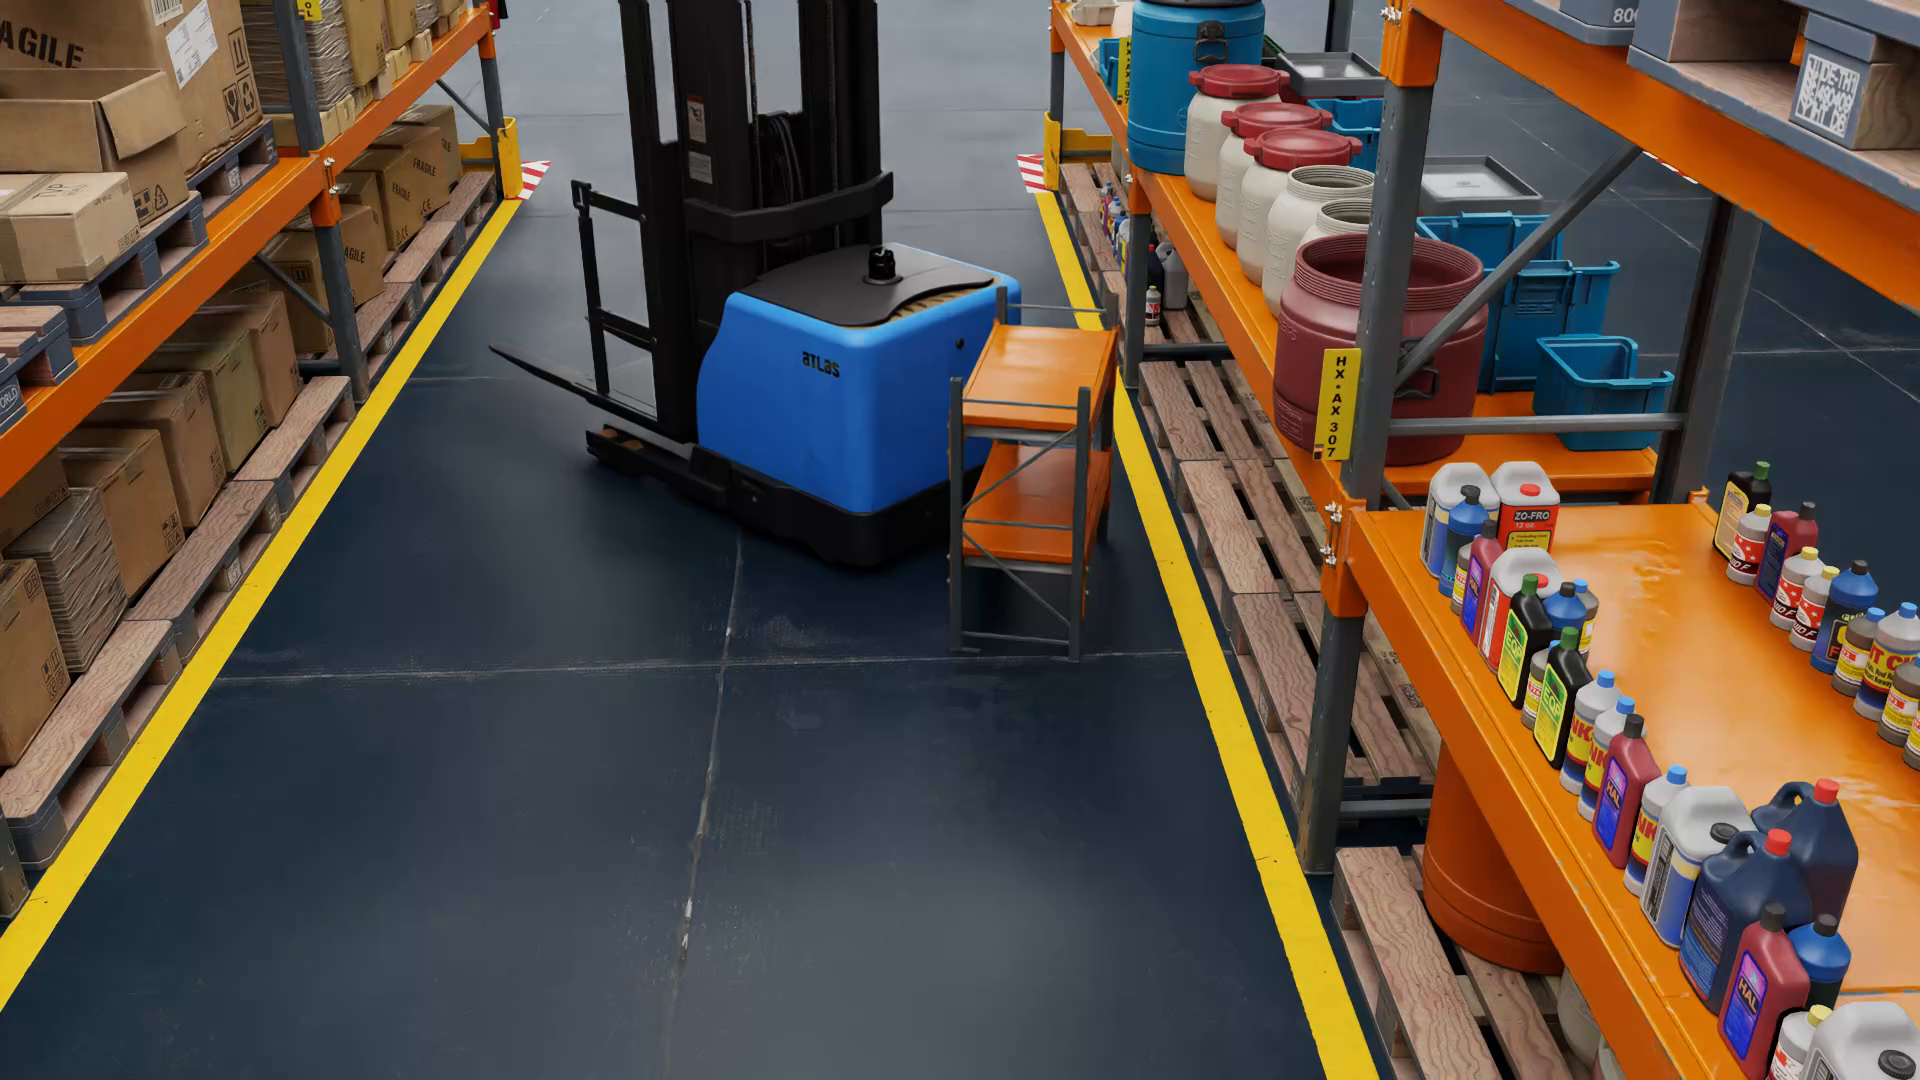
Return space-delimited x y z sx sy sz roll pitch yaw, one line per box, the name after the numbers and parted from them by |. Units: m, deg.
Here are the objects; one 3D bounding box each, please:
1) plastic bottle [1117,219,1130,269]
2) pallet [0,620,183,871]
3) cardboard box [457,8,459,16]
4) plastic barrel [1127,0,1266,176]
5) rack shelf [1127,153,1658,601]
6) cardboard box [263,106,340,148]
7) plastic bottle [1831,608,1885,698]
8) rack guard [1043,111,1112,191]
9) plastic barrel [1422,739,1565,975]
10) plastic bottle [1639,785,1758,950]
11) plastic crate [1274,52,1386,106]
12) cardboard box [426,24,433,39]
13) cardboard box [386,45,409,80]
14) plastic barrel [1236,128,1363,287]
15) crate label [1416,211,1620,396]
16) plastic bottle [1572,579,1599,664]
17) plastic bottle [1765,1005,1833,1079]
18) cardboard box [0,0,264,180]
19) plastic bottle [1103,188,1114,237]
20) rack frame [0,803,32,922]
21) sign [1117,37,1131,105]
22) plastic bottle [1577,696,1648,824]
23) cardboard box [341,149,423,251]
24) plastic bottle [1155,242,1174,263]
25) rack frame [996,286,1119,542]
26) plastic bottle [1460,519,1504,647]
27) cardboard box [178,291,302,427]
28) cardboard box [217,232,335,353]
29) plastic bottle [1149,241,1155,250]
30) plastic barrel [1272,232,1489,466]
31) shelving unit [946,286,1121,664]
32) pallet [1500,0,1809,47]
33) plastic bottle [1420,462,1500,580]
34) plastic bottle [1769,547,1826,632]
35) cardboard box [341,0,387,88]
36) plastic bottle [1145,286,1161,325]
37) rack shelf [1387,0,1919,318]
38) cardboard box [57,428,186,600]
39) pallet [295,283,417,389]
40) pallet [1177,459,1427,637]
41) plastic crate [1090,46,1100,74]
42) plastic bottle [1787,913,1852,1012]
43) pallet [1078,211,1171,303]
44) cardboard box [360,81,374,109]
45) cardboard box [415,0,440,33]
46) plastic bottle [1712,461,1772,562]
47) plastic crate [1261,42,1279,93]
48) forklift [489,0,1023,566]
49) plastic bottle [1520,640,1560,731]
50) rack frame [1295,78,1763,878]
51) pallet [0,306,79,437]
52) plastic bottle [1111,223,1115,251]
1.015 -1.750 9.831 0.152 0.276 0.135 -1 28 -2 | plastic bottle
-3.409 0.683 5.712 1.003 0.211 1.213 -1 28 -3 | pallet
-3.554 -3.533 11.052 0.380 0.149 0.250 -1 28 -3 | cardboard box
1.086 -2.196 7.674 0.600 0.901 0.708 -1 28 -3 | plastic barrel
1.472 -0.916 6.541 1.077 0.370 4.000 -1 28 -3 | rack shelf
-3.289 -2.035 8.179 0.380 0.149 0.250 -1 28 -3 | cardboard box
2.039 0.248 3.746 0.097 0.201 0.097 0 28 0 | plastic bottle
1.210 -2.864 12.200 1.175 0.500 0.348 -1 28 -3 | rack guard
1.619 0.690 4.576 0.600 0.830 0.708 -1 28 -3 | plastic barrel
1.349 0.591 3.007 0.152 0.276 0.135 -1 28 -3 | plastic bottle
1.699 -1.971 7.716 0.402 0.464 0.583 -1 28 -3 | plastic crate
-3.520 -3.187 10.388 0.380 0.149 0.250 -1 28 -3 | cardboard box
-3.381 -2.727 9.506 0.380 0.149 0.250 -1 28 -3 | cardboard box
1.260 -1.233 6.224 0.433 0.535 0.433 0 28 0 | plastic barrel
1.795 -0.793 5.488 0.502 0.435 0.616 -1 28 -3 | crate label
1.424 0.186 3.864 0.097 0.201 0.097 0 28 0 | plastic bottle
1.344 0.826 2.638 0.097 0.201 0.097 0 28 0 | plastic bottle
-3.677 -2.121 6.971 1.000 1.000 1.000 -1 28 -2 | cardboard box
0.936 -2.047 10.393 0.061 0.283 0.133 -1 28 -2 | plastic bottle
-3.369 -0.192 4.375 1.000 3.000 0.127 -1 28 -3 | rack frame
0.818 -2.274 8.066 0.100 0.325 0.005 -1 28 -3 | sign
1.304 0.434 3.313 0.097 0.271 0.097 0 28 0 | plastic bottle
-3.692 -2.111 10.303 0.500 0.500 0.500 1 28 2 | cardboard box
1.183 -1.541 9.430 0.152 0.276 0.135 -1 28 -3 | plastic bottle
0.396 -0.517 7.025 0.500 1.125 0.032 5 28 9 | rack frame
1.248 0.101 3.940 0.061 0.283 0.133 -1 28 -3 | plastic bottle
-3.568 -0.842 7.848 0.700 0.500 0.500 -3 28 -7 | cardboard box
-3.559 -1.303 8.753 0.500 0.500 0.500 -2 28 -4 | cardboard box
1.037 -1.559 9.383 0.144 0.351 0.185 -3 28 -5 | plastic bottle
1.250 -0.579 4.969 0.600 0.536 0.708 -1 28 -3 | plastic barrel
0.304 -0.286 6.582 0.538 1.125 1.048 5 28 9 | shelving unit
1.519 -1.202 3.272 1.003 0.211 1.213 -1 28 -3 | pallet
1.277 -0.049 4.235 0.152 0.276 0.135 -1 28 -3 | plastic bottle
2.024 0.113 4.004 0.097 0.201 0.097 0 28 0 | plastic bottle
-3.531 -2.657 8.670 0.875 0.500 0.500 -1 28 -3 | cardboard box
1.038 -1.273 8.998 0.097 0.201 0.097 0 28 0 | plastic bottle
1.681 -0.399 2.306 1.077 0.370 4.000 -1 28 -3 | rack shelf
-3.502 -0.105 6.436 0.700 0.500 0.500 1 28 2 | cardboard box
-3.649 -1.112 9.154 1.003 0.211 1.213 -1 28 -3 | pallet
1.515 0.004 7.014 1.003 0.211 1.213 -1 28 -3 | pallet
1.030 -2.786 9.633 0.530 0.136 0.437 -1 28 -3 | plastic crate
1.398 0.732 2.743 0.097 0.271 0.097 0 28 0 | plastic bottle
1.308 -1.799 10.470 1.003 0.211 1.213 -1 28 -3 | pallet
-3.352 -2.380 8.842 0.380 0.149 0.250 -1 28 -3 | cardboard box
-3.657 -3.348 9.996 0.875 0.500 0.500 -1 28 -3 | cardboard box
2.024 -0.083 4.293 0.061 0.283 0.133 -1 28 -3 | plastic bottle
1.468 -2.376 8.630 0.767 0.338 0.504 -1 28 -3 | plastic crate
-1.142 -1.760 7.456 3.031 2.935 1.130 23 35 37 | forklift
1.287 0.313 3.620 0.097 0.201 0.097 0 28 0 | plastic bottle
1.577 -0.312 4.604 1.000 3.000 0.127 -1 28 -3 | rack frame
-3.513 -0.434 5.045 1.213 0.211 1.003 -1 28 -3 | pallet
0.971 -1.865 10.133 0.097 0.201 0.097 0 28 0 | plastic bottle
